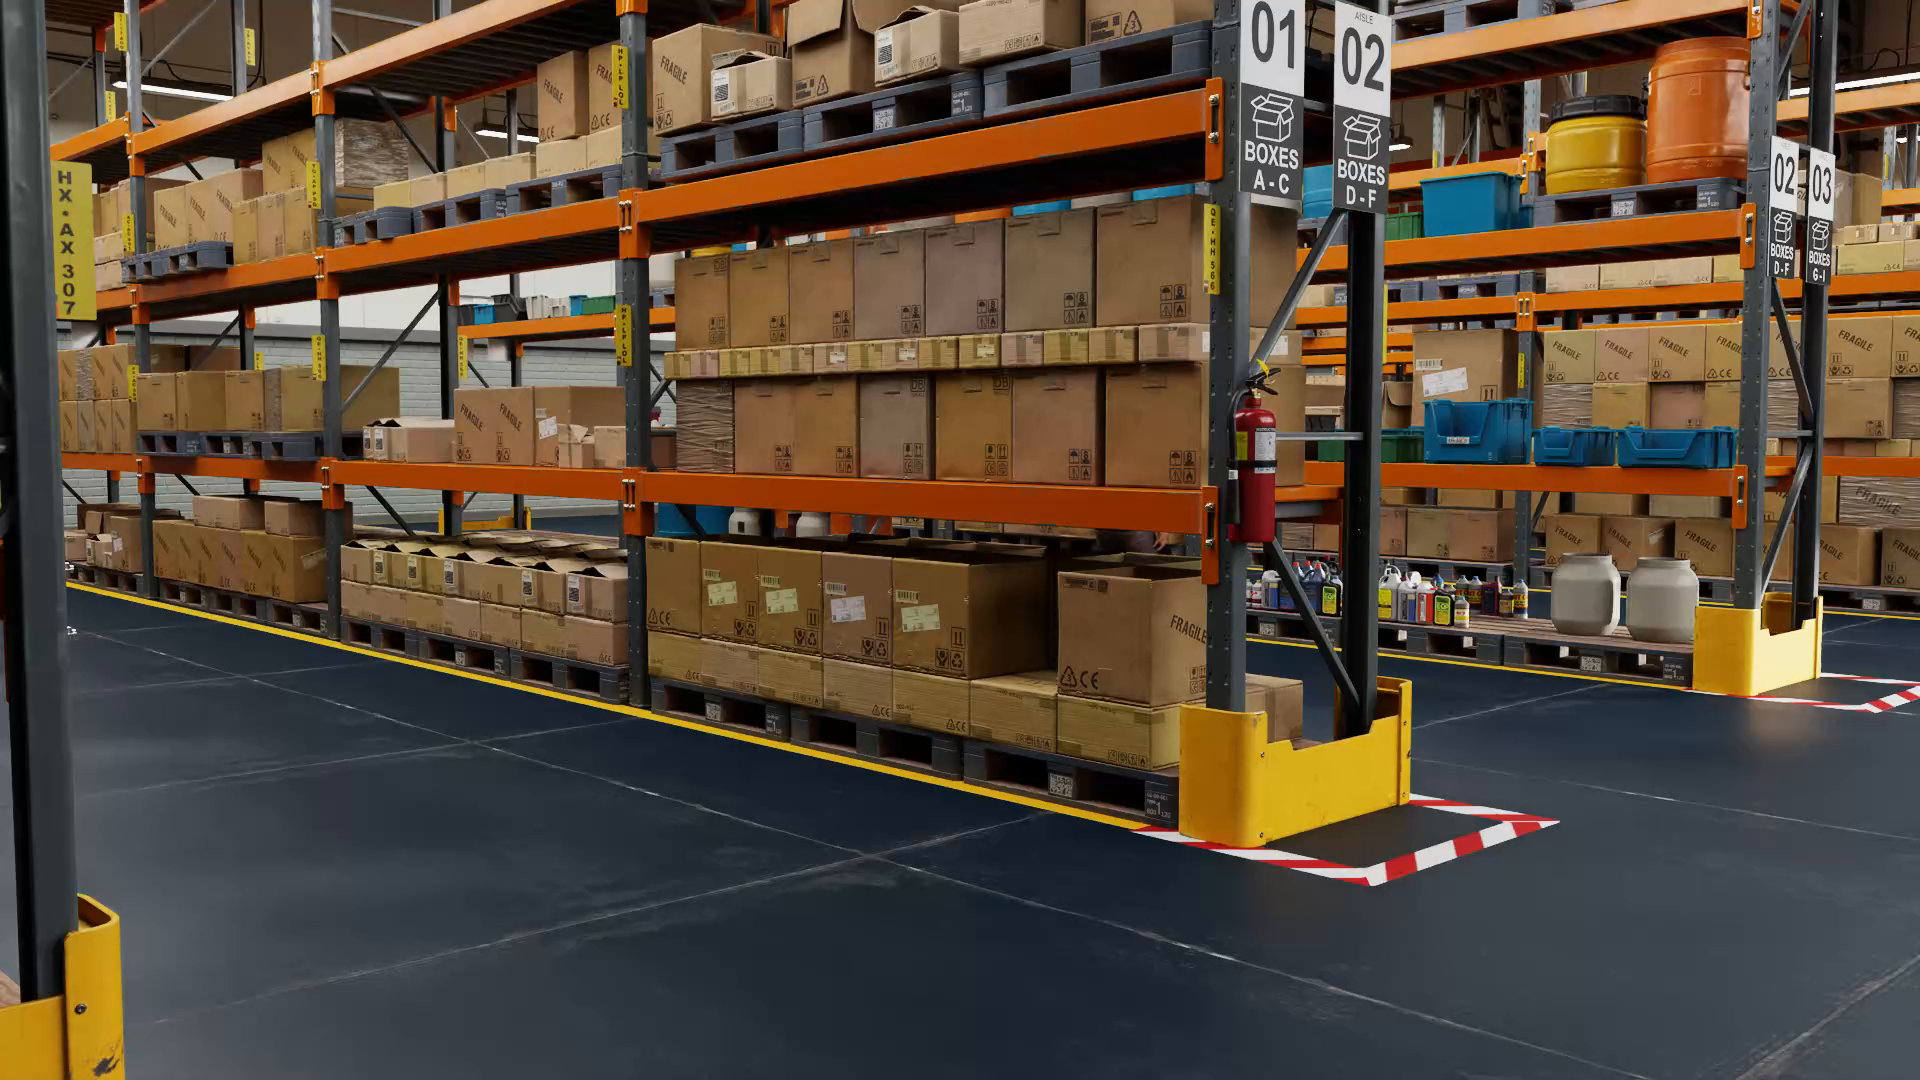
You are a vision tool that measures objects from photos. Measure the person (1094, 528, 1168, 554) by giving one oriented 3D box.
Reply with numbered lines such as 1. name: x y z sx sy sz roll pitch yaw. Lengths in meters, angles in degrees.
1. person: 1.111 -0.064 11.065 0.413 1.721 0.581 -4 5 -44
